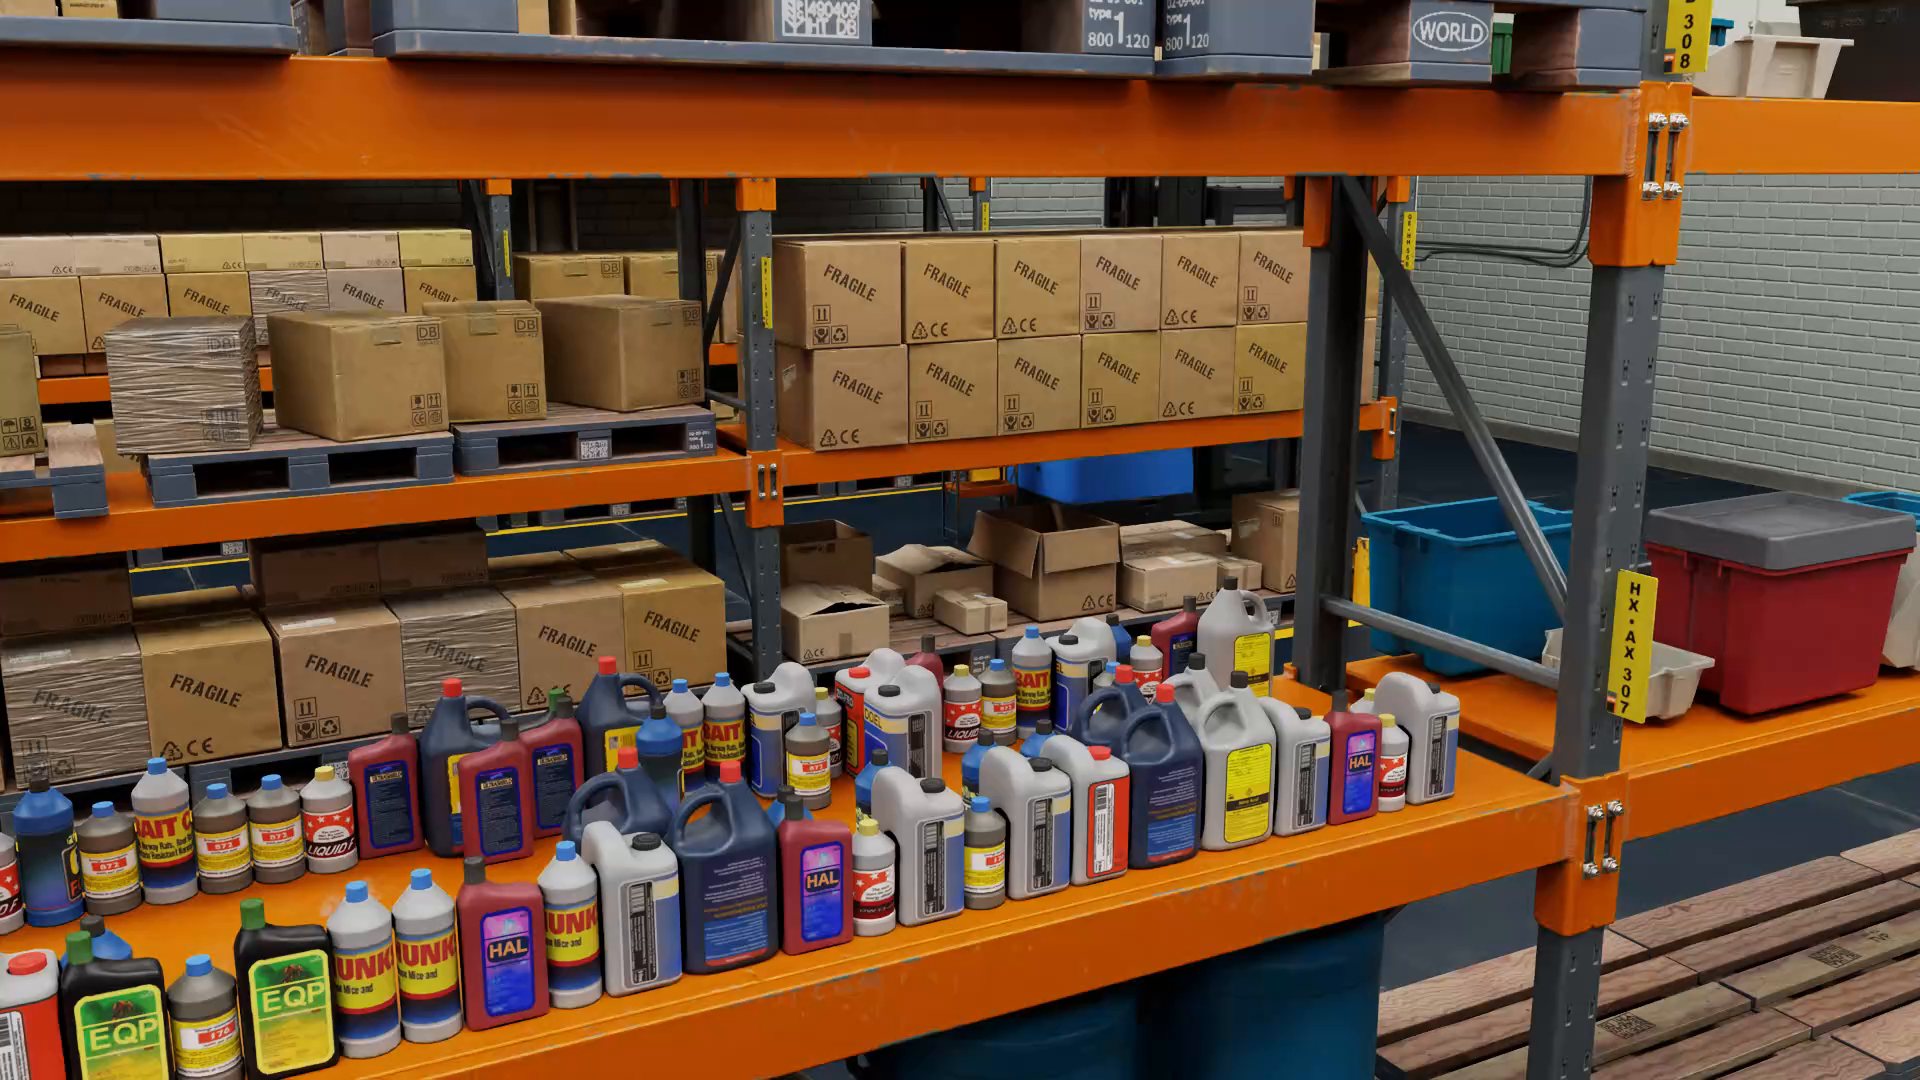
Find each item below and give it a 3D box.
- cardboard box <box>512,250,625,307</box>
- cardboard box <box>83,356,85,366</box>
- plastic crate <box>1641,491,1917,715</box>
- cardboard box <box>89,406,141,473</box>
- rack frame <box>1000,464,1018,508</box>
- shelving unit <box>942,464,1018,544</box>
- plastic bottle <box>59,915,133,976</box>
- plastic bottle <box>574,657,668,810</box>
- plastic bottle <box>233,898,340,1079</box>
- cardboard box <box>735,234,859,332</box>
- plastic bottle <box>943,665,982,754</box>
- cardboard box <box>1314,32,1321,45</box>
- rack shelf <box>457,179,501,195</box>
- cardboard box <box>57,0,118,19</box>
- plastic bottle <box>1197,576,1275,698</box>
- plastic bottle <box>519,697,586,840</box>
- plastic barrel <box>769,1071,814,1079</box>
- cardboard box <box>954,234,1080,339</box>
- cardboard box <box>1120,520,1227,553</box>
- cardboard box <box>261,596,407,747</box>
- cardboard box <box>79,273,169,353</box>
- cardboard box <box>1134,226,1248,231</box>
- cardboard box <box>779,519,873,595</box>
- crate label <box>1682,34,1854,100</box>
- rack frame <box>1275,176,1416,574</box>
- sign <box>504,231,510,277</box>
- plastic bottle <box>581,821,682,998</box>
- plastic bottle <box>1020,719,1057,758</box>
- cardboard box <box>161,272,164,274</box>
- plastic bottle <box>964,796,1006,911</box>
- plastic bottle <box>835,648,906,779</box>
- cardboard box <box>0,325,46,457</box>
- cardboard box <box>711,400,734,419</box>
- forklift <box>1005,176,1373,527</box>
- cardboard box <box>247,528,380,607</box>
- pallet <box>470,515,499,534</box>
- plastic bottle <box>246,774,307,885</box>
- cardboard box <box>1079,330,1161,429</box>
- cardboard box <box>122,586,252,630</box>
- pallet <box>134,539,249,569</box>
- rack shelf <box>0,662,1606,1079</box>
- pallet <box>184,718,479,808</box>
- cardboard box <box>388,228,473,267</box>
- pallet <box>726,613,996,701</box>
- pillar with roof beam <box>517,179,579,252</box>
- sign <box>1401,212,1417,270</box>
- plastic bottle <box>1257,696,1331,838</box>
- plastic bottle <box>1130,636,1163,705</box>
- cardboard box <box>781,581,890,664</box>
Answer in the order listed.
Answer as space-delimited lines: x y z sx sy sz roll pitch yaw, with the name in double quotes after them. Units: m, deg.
-3.064 -1.849 12.811 0.700 0.700 0.980 -7 14 -27 "cardboard box"
-6.031 -1.319 11.663 0.250 0.149 0.380 -7 15 -29 "cardboard box"
2.103 0.154 4.310 0.583 0.464 0.402 -7 14 -28 "plastic crate"
-5.578 -0.527 11.560 0.750 0.750 0.750 -7 14 -28 "cardboard box"
0.359 -0.628 12.169 0.015 1.200 0.240 -7 14 -28 "rack frame"
0.145 -0.603 12.055 0.503 1.200 0.258 -7 14 -28 "shelving unit"
-1.285 0.693 2.490 0.097 0.271 0.097 0 13 0 "plastic bottle"
-0.719 0.418 3.532 0.185 0.351 0.144 -7 14 -28 "plastic bottle"
-1.029 0.677 2.537 0.133 0.283 0.061 -7 14 -28 "plastic bottle"
-0.851 -1.334 8.701 0.500 0.500 0.500 -7 14 -28 "cardboard box"
0.004 0.398 3.960 0.097 0.201 0.097 0 13 0 "plastic bottle"
1.897 -3.058 9.530 0.500 0.500 0.700 -7 14 -28 "cardboard box"
-5.303 -2.551 11.419 4.000 0.370 1.077 -7 14 -28 "rack shelf"
-3.411 -1.947 6.868 0.500 0.500 0.910 -7 14 -28 "cardboard box"
0.700 0.263 4.220 0.185 0.351 0.144 -7 14 -28 "plastic bottle"
-0.849 0.471 3.449 0.133 0.283 0.061 -7 14 -28 "plastic bottle"
-0.446 1.440 3.590 0.421 0.512 0.421 0 13 0 "plastic barrel"
0.282 -1.335 8.704 0.500 0.500 0.500 -7 15 -30 "cardboard box"
1.288 0.066 10.243 0.500 0.250 0.500 -7 14 -28 "cardboard box"
-2.790 0.574 7.417 0.500 0.500 0.500 -7 15 -30 "cardboard box"
-5.609 -1.539 11.164 0.500 0.500 0.500 -7 14 -28 "cardboard box"
1.369 -1.600 9.881 0.500 0.500 0.500 -7 14 -27 "cardboard box"
-0.807 0.196 9.099 0.500 0.500 0.500 -7 14 -28 "cardboard box"
1.767 -1.070 3.802 0.466 0.136 0.293 -7 14 -28 "crate label"
2.340 -1.115 10.234 0.127 3.000 1.000 -7 14 -28 "rack frame"
-3.279 -2.072 12.026 0.005 0.325 0.100 -7 14 -28 "sign"
-0.560 0.612 2.838 0.135 0.276 0.152 -7 14 -28 "plastic bottle"
0.169 0.496 3.365 0.097 0.271 0.097 0 13 0 "plastic bottle"
-5.427 -1.692 11.844 0.500 0.500 0.500 -6 14 -26 "cardboard box"
0.038 0.584 3.134 0.097 0.201 0.097 0 13 0 "plastic bottle"
-0.202 0.393 3.811 0.135 0.276 0.152 -7 14 -28 "plastic bottle"
-4.183 -0.616 6.828 0.700 0.500 0.500 11 17 41 "cardboard box"
-1.996 -1.065 13.271 0.250 0.149 0.380 -7 15 -29 "cardboard box"
1.896 -1.624 12.650 3.031 2.935 1.130 -6 14 -26 "forklift"
-3.030 0.106 7.788 0.500 0.250 0.500 -7 15 -29 "cardboard box"
-4.189 -0.193 12.485 1.213 0.211 1.003 -7 14 -28 "pallet"
-1.336 0.559 3.246 0.097 0.201 0.097 0 13 0 "plastic bottle"
0.741 -0.905 9.071 0.500 0.500 0.500 -7 14 -29 "cardboard box"
-3.519 0.533 7.600 0.500 0.500 0.500 -7 15 -30 "cardboard box"
-5.261 -0.064 11.911 1.213 0.211 1.003 -7 14 -28 "pallet"
-0.556 0.822 3.265 4.000 0.370 1.077 -7 14 -28 "rack shelf"
-2.939 0.888 7.683 1.213 0.211 1.003 -7 14 -28 "pallet"
-3.835 -2.120 12.039 0.500 0.250 0.500 -6 14 -26 "cardboard box"
-0.568 0.594 8.990 1.213 0.211 1.003 -7 14 -28 "pallet"
-1.285 -3.986 9.327 0.400 9.000 9.100 -7 14 -28 "pillar with roof beam"
2.588 -1.725 9.587 0.005 0.325 0.100 -7 14 -28 "sign"
0.688 0.463 3.502 0.135 0.276 0.152 -7 14 -28 "plastic bottle"
0.463 0.343 4.204 0.097 0.201 0.097 0 13 0 "plastic bottle"
-0.699 0.400 8.622 0.500 0.311 0.500 -7 14 -28 "cardboard box"
